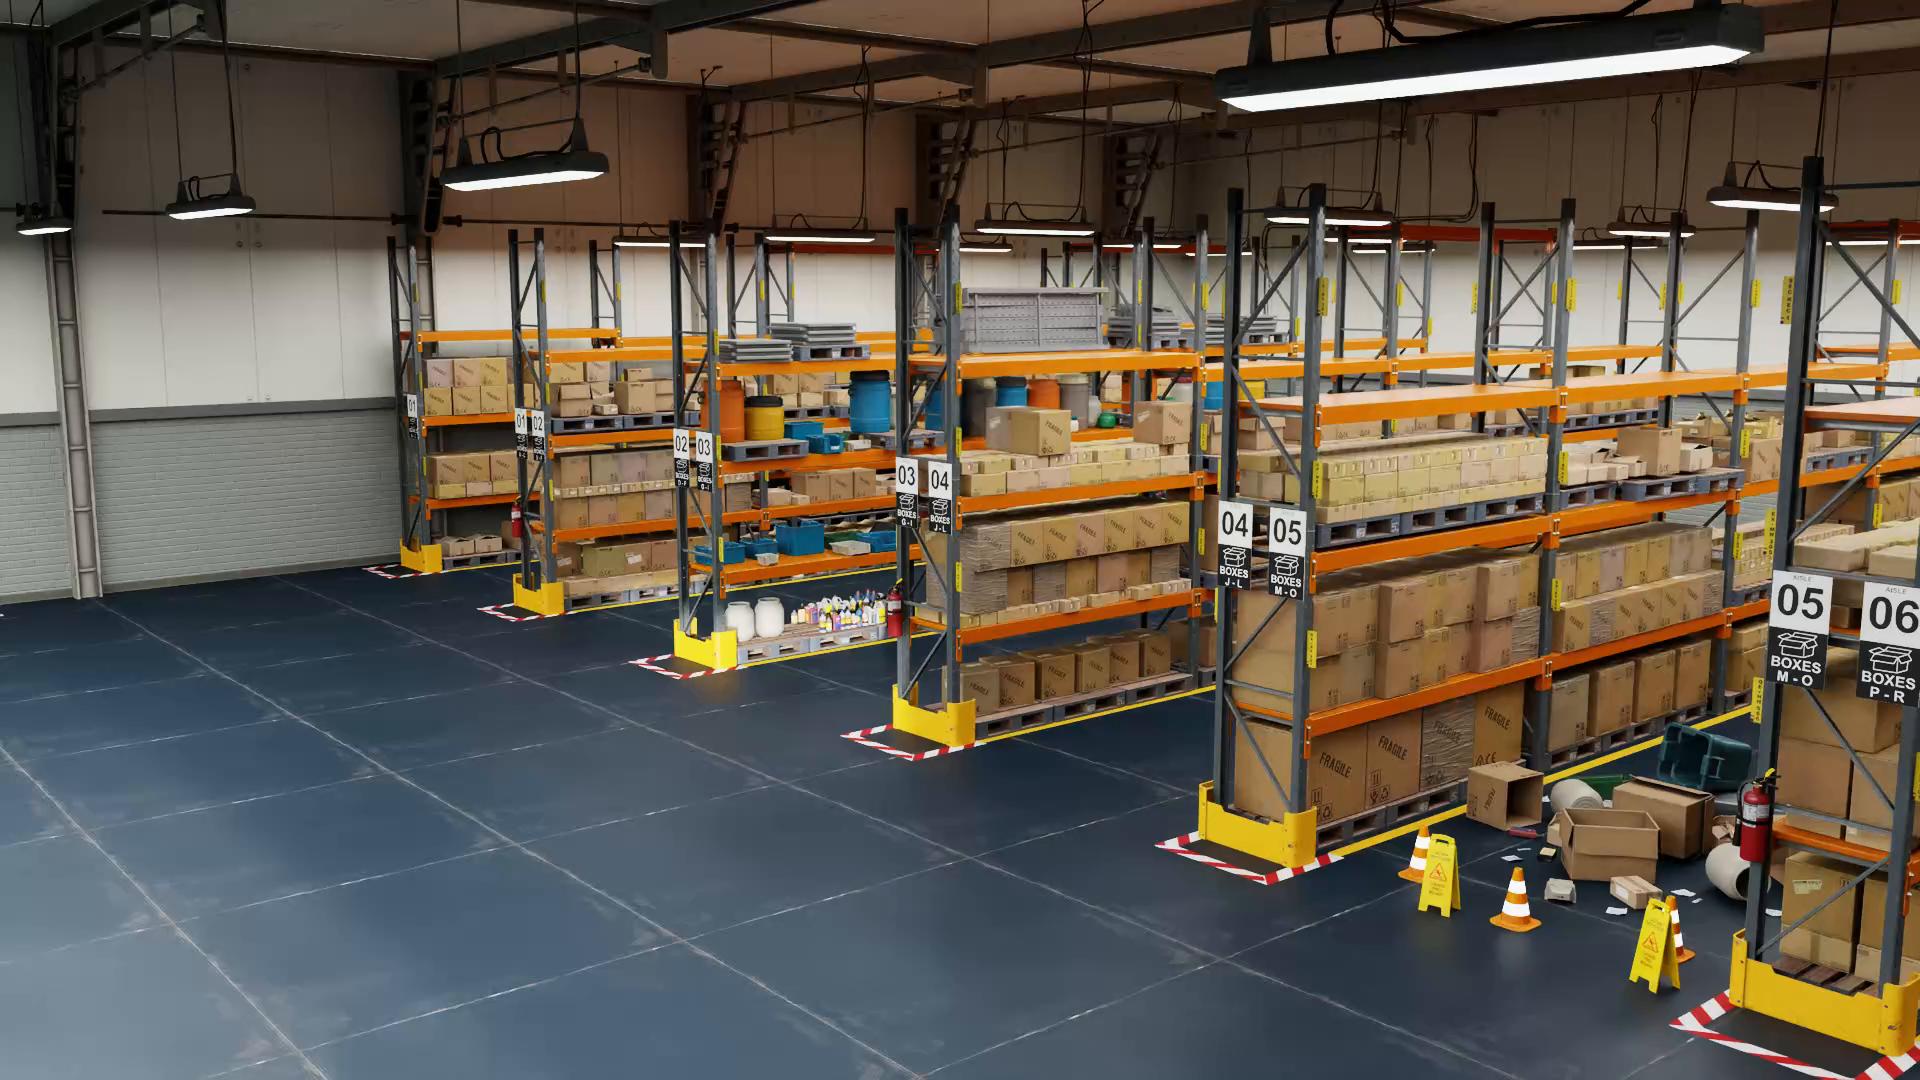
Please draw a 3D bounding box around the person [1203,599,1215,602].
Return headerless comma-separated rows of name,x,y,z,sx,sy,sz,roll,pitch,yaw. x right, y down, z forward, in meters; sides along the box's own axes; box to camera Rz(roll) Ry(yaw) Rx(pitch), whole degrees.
person,3.938,0.163,25.702,0.631,1.596,0.584,-7,11,-39
